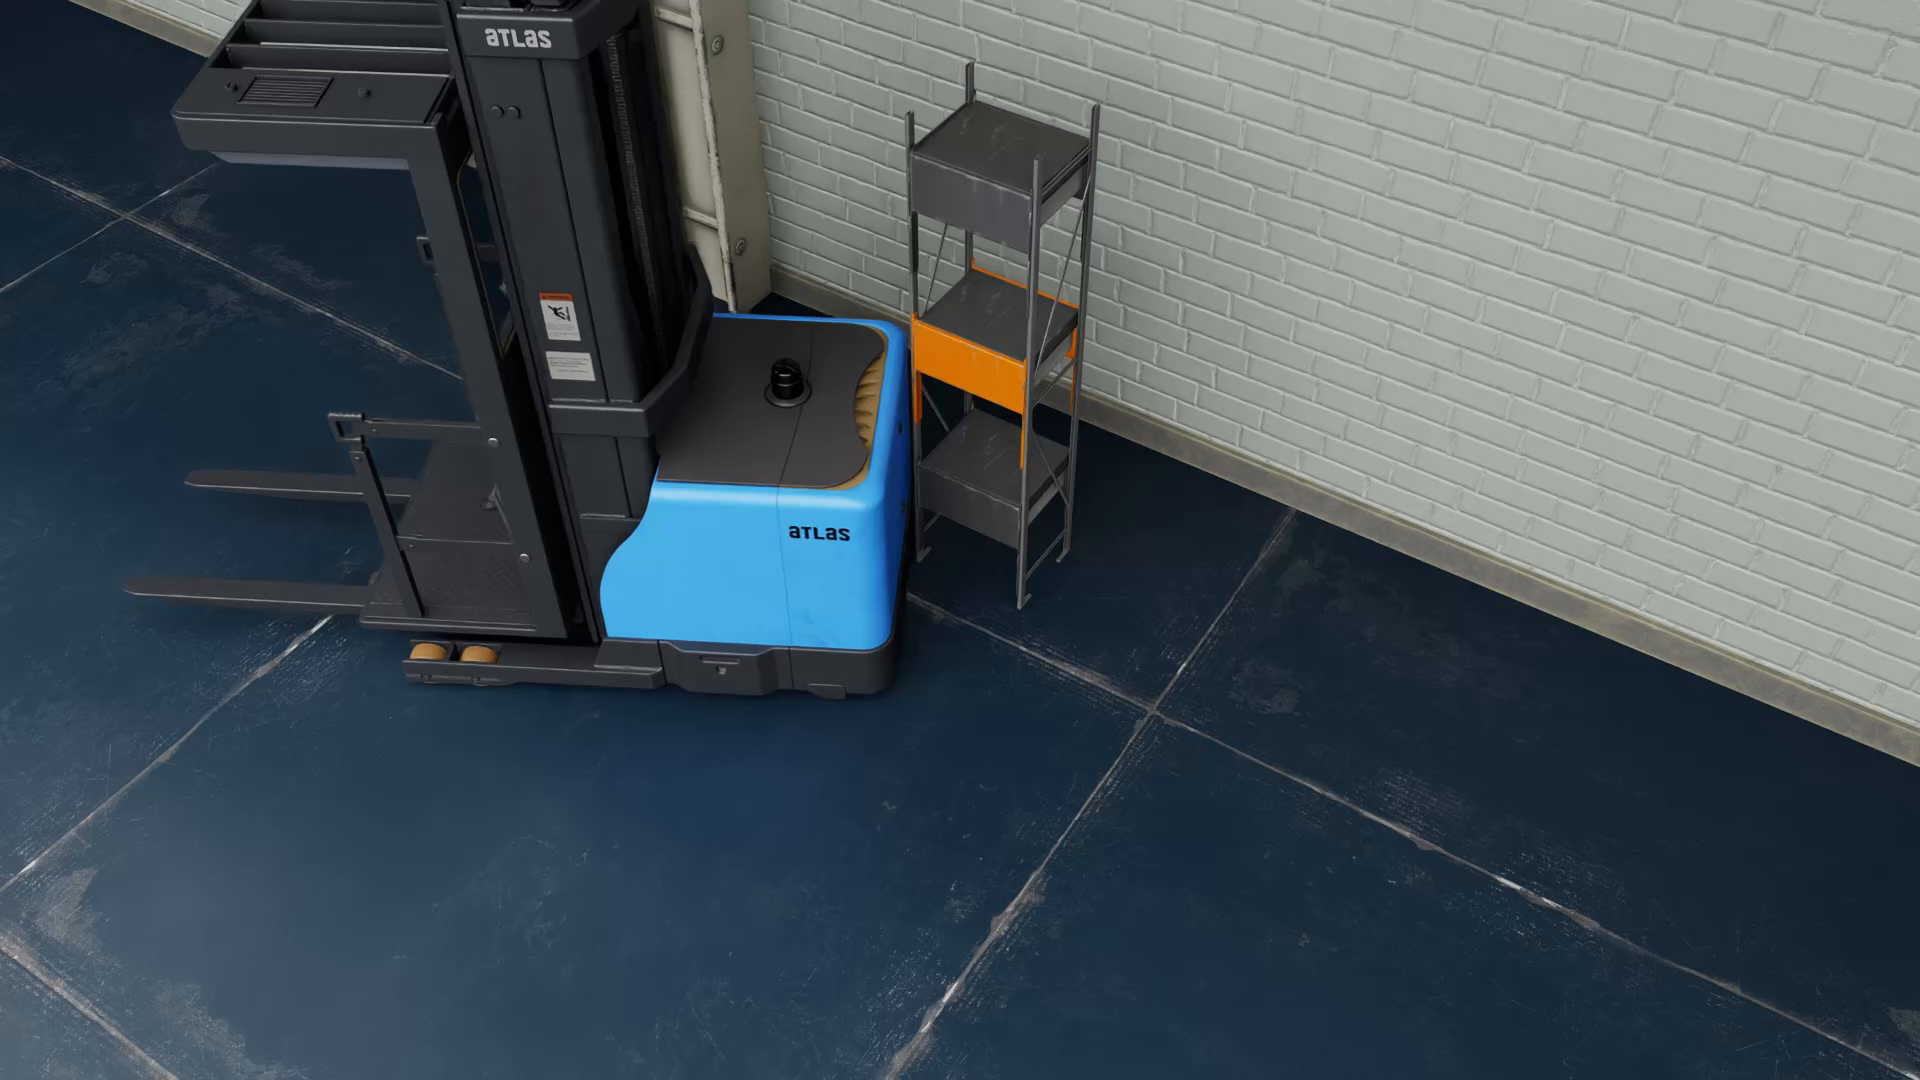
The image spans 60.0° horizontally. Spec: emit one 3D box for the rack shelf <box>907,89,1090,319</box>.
[{"bbox_3d":[0.139,-1.146,5.664,0.480,0.518,0.431,25,51,22],"label":"rack shelf"}]

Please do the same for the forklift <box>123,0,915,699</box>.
[{"bbox_3d":[-1.727,-0.833,5.738,3.031,2.935,1.130,3,46,3],"label":"forklift"}]

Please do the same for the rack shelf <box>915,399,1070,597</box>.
[{"bbox_3d":[0.139,-0.170,6.668,0.480,0.518,0.431,25,51,22],"label":"rack shelf"}]

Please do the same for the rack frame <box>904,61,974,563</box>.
[{"bbox_3d":[-0.066,-0.762,6.248,0.015,2.100,0.400,25,51,22],"label":"rack frame"}]

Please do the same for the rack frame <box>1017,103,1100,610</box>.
[{"bbox_3d":[0.345,-0.573,6.065,0.015,2.100,0.400,25,51,22],"label":"rack frame"}]

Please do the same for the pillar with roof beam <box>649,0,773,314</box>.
[{"bbox_3d":[-3.478,-1.762,2.410,0.400,9.000,9.100,25,51,22],"label":"pillar with roof beam"}]

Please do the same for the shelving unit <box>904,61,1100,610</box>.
[{"bbox_3d":[0.139,-0.668,6.157,0.503,2.100,0.431,25,51,22],"label":"shelving unit"}]

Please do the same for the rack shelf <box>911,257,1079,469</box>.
[{"bbox_3d":[0.139,-0.658,6.166,0.480,0.518,0.431,25,51,22],"label":"rack shelf"}]
